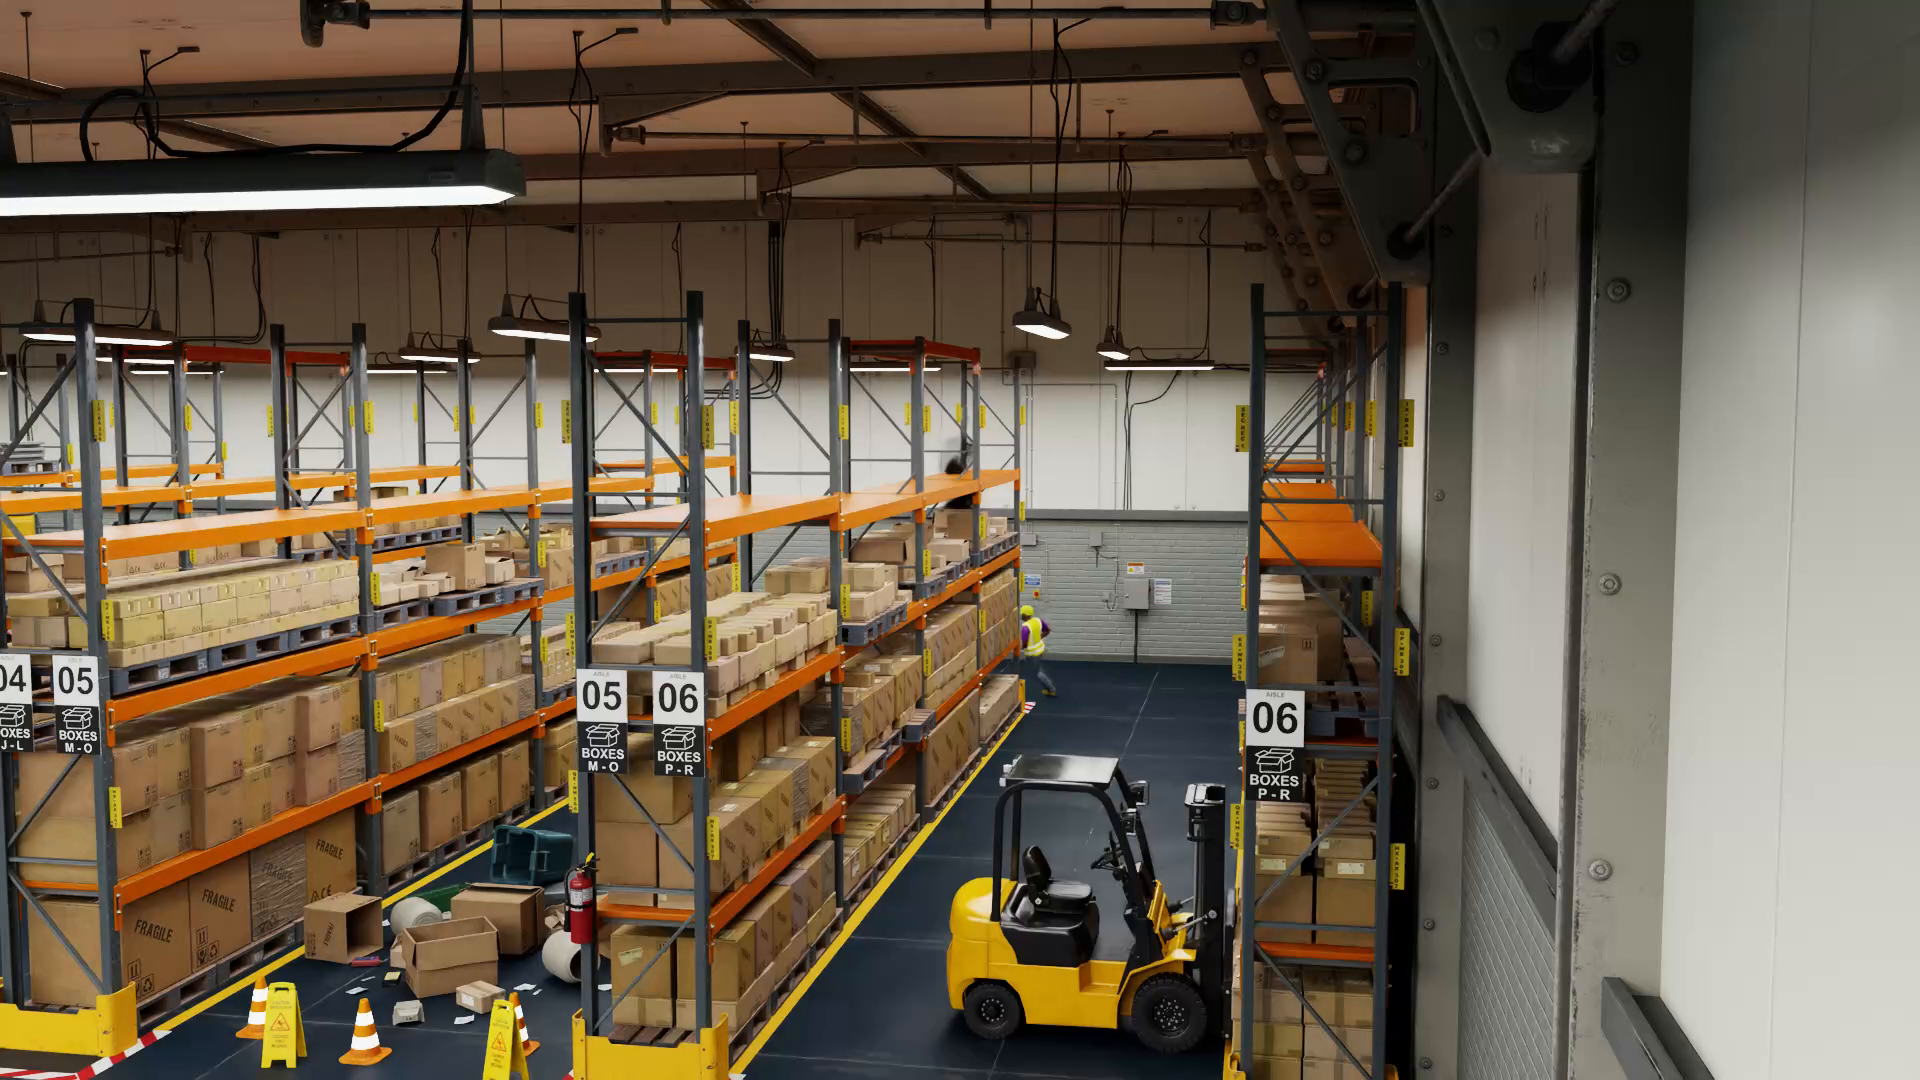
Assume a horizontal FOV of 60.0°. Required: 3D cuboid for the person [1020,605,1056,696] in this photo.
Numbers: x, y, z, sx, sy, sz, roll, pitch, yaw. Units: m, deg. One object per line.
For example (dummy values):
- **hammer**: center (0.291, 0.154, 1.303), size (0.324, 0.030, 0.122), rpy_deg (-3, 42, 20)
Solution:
- **person**: center (1.318, 1.955, 29.501), size (0.596, 1.638, 0.861), rpy_deg (3, 6, 37)
